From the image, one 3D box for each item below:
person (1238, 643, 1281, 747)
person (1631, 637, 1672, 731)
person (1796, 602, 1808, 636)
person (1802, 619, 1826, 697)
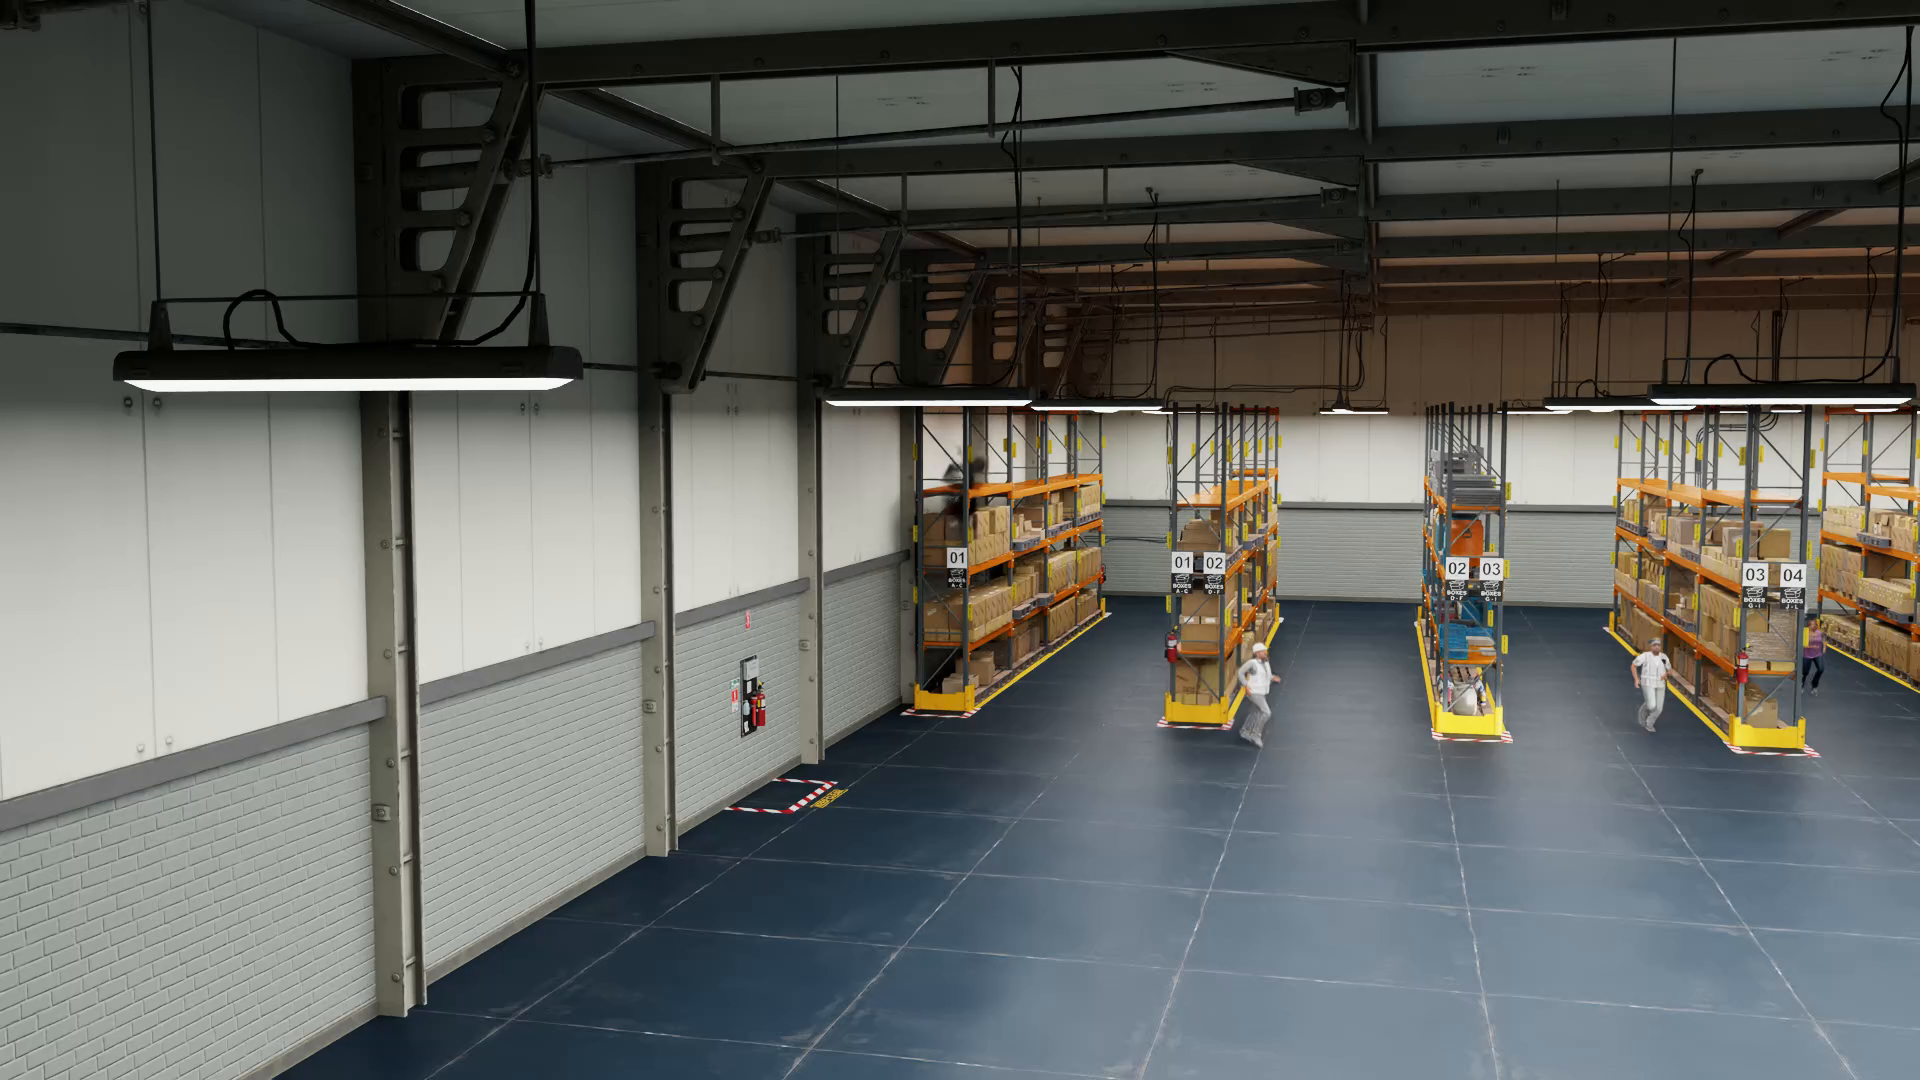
[{"bbox_3d":[5.234,2.695,29.111,0.755,1.810,0.652,3,5,39],"label":"person"},{"bbox_3d":[12.612,2.626,30.221,0.663,1.723,0.560,0,4,0],"label":"person"},{"bbox_3d":[20.332,1.909,40.528,0.661,1.661,0.551,1,4,15],"label":"person"},{"bbox_3d":[17.478,2.404,34.068,0.552,1.586,0.806,1,4,9],"label":"person"}]
